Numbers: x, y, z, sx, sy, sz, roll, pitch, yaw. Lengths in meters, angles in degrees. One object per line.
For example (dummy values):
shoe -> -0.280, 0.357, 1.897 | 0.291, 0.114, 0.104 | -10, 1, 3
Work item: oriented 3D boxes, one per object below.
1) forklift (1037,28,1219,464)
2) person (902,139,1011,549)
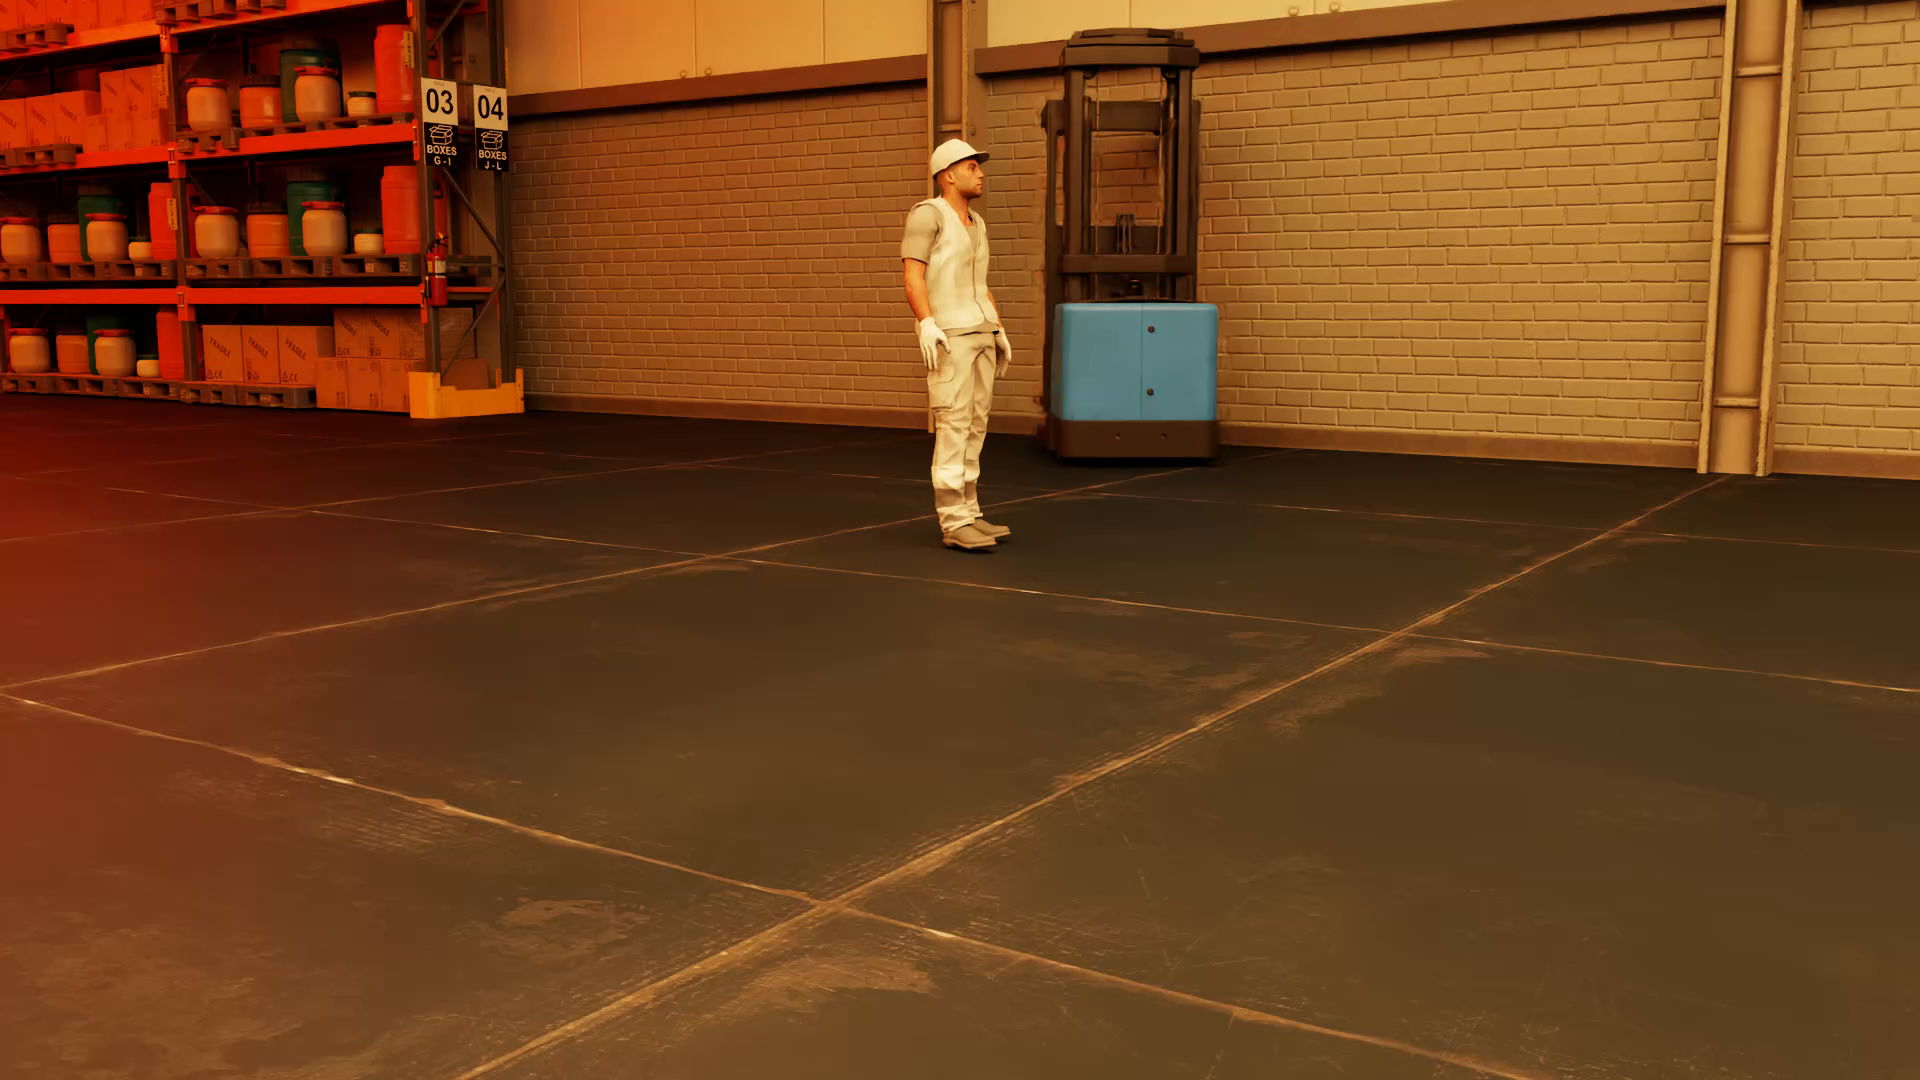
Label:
forklift -> 1.155, -2.133, 12.196 | 1.130, 2.935, 3.031 | 0, 8, -1
person -> 0.059, -0.885, 7.422 | 0.564, 1.787, 0.637 | 5, 10, 34
